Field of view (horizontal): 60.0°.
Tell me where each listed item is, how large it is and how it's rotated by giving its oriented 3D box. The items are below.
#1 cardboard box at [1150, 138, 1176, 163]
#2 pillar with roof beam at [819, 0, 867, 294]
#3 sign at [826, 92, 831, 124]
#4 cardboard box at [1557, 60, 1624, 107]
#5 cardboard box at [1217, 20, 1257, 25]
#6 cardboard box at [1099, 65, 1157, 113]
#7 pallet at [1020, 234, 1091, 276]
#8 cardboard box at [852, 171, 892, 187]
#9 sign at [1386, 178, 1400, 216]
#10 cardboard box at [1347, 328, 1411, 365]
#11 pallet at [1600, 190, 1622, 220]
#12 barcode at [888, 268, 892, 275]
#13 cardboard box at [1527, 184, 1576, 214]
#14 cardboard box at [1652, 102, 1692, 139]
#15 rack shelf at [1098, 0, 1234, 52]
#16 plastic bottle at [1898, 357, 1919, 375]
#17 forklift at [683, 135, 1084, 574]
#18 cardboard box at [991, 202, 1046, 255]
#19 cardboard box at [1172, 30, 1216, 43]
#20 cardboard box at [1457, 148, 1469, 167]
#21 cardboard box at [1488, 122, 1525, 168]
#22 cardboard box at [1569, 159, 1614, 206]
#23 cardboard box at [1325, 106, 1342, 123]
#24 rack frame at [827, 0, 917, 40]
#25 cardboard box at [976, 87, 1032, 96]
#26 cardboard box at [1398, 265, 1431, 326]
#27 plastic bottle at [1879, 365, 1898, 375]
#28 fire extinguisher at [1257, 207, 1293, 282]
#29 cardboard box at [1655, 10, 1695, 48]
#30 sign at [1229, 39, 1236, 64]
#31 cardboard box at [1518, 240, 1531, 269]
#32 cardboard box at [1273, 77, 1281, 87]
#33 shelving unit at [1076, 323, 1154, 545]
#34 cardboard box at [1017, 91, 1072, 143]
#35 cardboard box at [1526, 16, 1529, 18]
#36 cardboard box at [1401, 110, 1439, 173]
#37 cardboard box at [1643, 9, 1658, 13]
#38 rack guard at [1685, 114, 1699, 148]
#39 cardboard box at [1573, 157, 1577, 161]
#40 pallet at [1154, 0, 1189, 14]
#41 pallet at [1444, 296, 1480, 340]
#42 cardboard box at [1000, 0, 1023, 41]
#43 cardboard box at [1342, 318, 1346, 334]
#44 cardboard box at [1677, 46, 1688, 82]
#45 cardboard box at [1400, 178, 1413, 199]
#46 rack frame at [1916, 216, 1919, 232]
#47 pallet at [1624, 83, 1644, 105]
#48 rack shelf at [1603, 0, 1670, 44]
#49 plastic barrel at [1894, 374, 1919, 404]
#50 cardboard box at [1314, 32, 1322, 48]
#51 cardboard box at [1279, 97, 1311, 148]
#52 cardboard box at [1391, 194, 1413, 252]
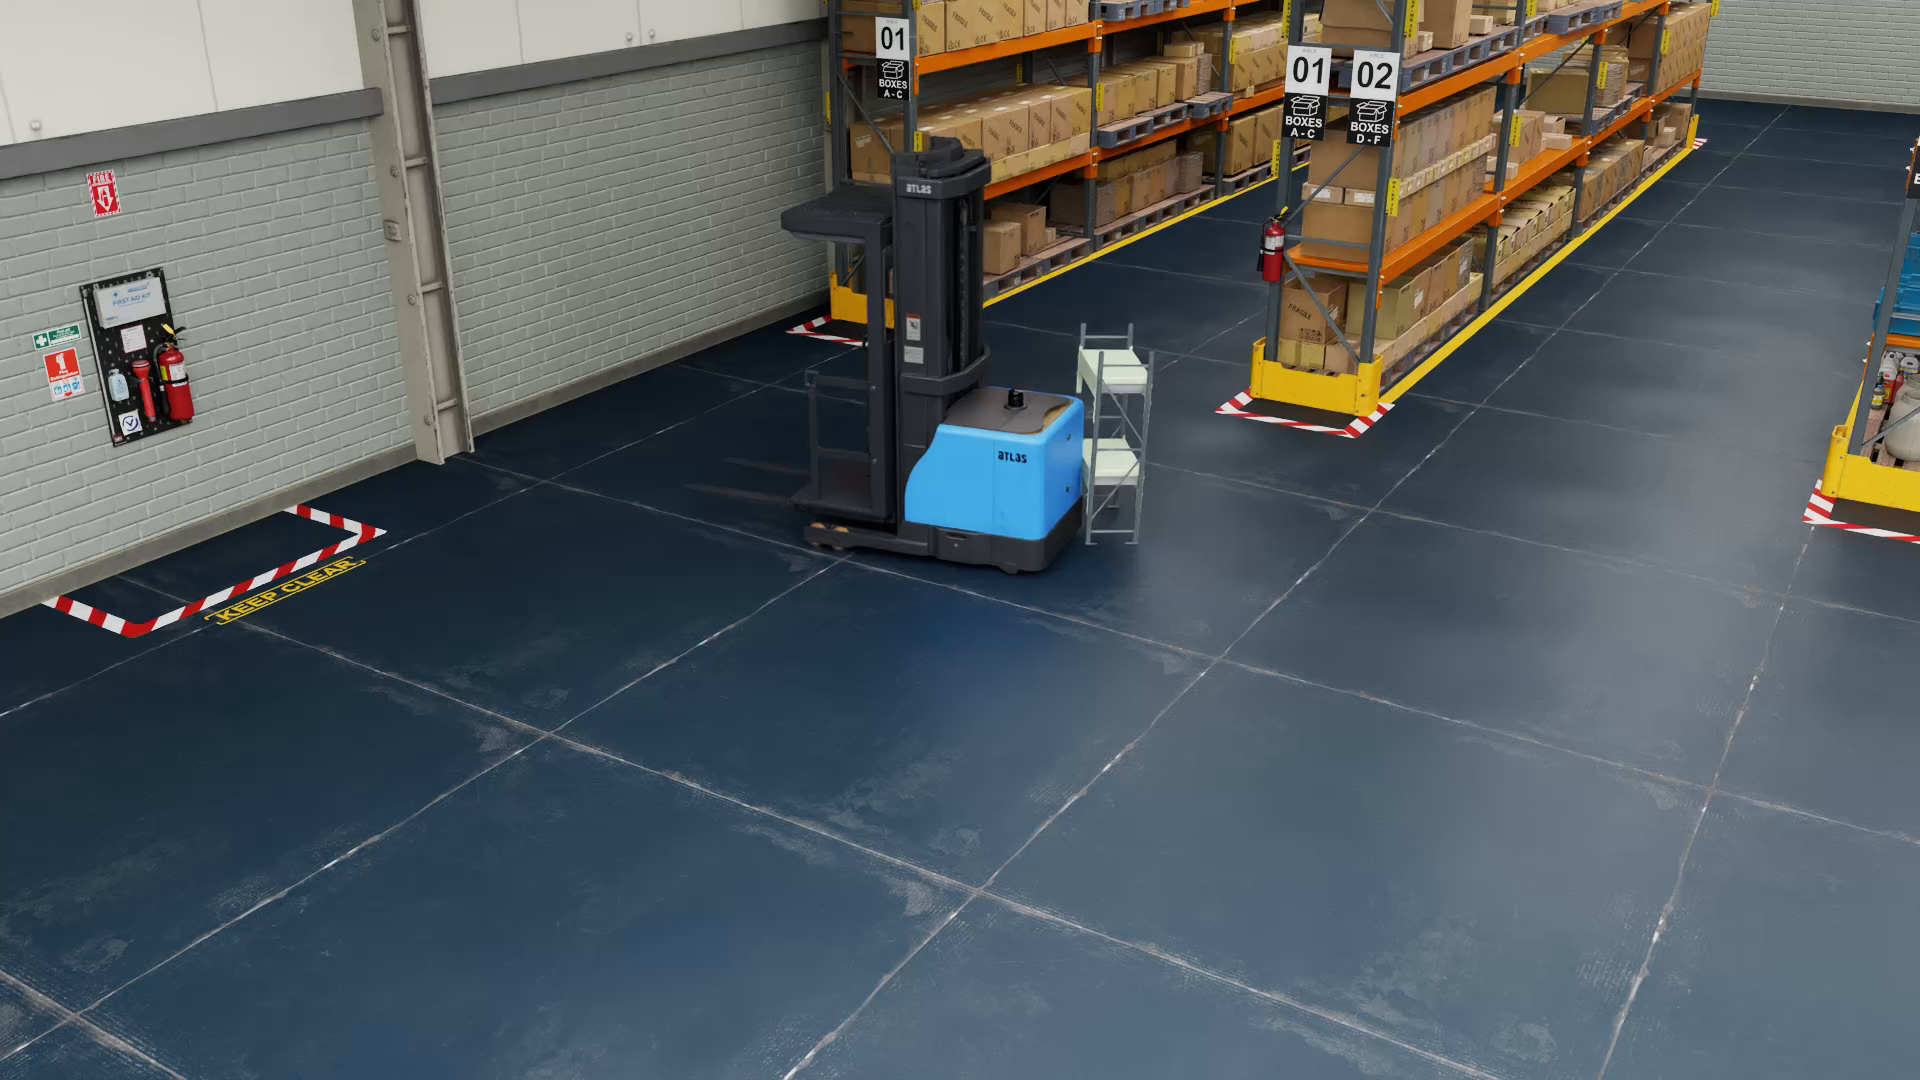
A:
[{"bbox_3d":[2.639,-5.384,22.897,0.500,0.250,0.500,14,27,30],"label":"cardboard box"},{"bbox_3d":[2.400,-5.987,15.089,9.100,9.000,0.400,14,27,29],"label":"pillar with roof beam"},{"bbox_3d":[-1.353,-4.518,17.391,0.100,0.325,0.005,14,27,29],"label":"sign"},{"bbox_3d":[8.420,-6.125,22.305,0.700,0.500,0.500,20,31,39],"label":"cardboard box"},{"bbox_3d":[4.165,-7.680,25.082,0.500,0.250,0.500,13,27,28],"label":"cardboard box"},{"bbox_3d":[2.137,-5.897,21.752,0.700,0.500,0.500,18,29,36],"label":"cardboard box"},{"bbox_3d":[0.894,-3.555,20.532,1.003,0.211,1.213,14,27,29],"label":"pallet"},{"bbox_3d":[-0.810,-3.857,17.884,0.500,0.250,0.500,14,27,30],"label":"cardboard box"},{"bbox_3d":[3.787,-2.997,14.544,0.100,0.325,0.005,14,27,29],"label":"sign"},{"bbox_3d":[4.051,-1.917,16.170,0.500,0.250,0.500,14,27,29],"label":"cardboard box"},{"bbox_3d":[8.609,-4.756,23.307,1.003,0.211,1.213,14,27,29],"label":"pallet"},{"bbox_3d":[-0.780,-2.995,18.549,0.001,0.075,0.075,14,27,29],"label":"barcode"},{"bbox_3d":[7.472,-4.342,21.066,0.500,0.311,0.500,15,27,30],"label":"cardboard box"},{"bbox_3d":[11.681,-6.902,27.345,0.500,0.500,0.500,14,27,29],"label":"cardboard box"},{"bbox_3d":[2.273,-6.790,21.625,1.077,0.370,4.000,14,27,29],"label":"rack shelf"},{"bbox_3d":[8.672,-1.529,15.217,0.152,0.276,0.135,14,27,29],"label":"plastic bottle"},{"bbox_3d":[-0.634,-1.457,12.263,3.031,2.935,1.130,9,25,20],"label":"forklift"},{"bbox_3d":[0.705,-3.765,20.099,0.500,0.500,0.500,12,26,25],"label":"cardboard box"},{"bbox_3d":[3.347,-7.162,23.884,0.500,0.250,0.500,15,27,30],"label":"cardboard box"},{"bbox_3d":[4.929,-3.896,16.867,0.380,0.149,0.250,14,27,29],"label":"cardboard box"},{"bbox_3d":[6.126,-4.511,19.105,0.500,0.500,0.500,16,28,33],"label":"cardboard box"},{"bbox_3d":[8.562,-4.877,22.667,0.500,0.500,0.500,13,27,28],"label":"cardboard box"},{"bbox_3d":[5.920,-7.045,27.702,0.700,0.500,0.500,14,27,30],"label":"cardboard box"},{"bbox_3d":[-0.892,-6.472,16.208,1.000,3.000,0.127,14,27,29],"label":"rack frame"},{"bbox_3d":[0.517,-5.065,19.729,0.500,0.500,0.500,14,27,29],"label":"cardboard box"},{"bbox_3d":[4.306,-2.432,16.416,0.500,0.500,0.500,14,27,29],"label":"cardboard box"},{"bbox_3d":[8.351,-1.432,14.993,0.152,0.276,0.135,13,27,28],"label":"plastic bottle"},{"bbox_3d":[2.862,-2.704,15.153,0.296,0.674,0.183,14,27,29],"label":"fire extinguisher"},{"bbox_3d":[10.951,-7.859,25.579,0.500,0.500,0.500,15,27,31],"label":"cardboard box"},{"bbox_3d":[3.794,-6.803,23.167,0.100,0.325,0.005,14,27,29],"label":"sign"},{"bbox_3d":[6.394,-3.395,19.584,0.500,0.250,0.500,13,27,27],"label":"cardboard box"},{"bbox_3d":[4.643,-6.982,25.230,0.380,0.149,0.250,15,27,31],"label":"cardboard box"},{"bbox_3d":[1.125,-0.804,12.533,0.431,1.500,0.755,-1,23,-7],"label":"shelving unit"},{"bbox_3d":[0.973,-4.959,19.485,0.500,0.500,0.500,14,27,29],"label":"cardboard box"},{"bbox_3d":[6.049,-5.924,18.379,0.500,0.250,0.500,11,26,24],"label":"cardboard box"},{"bbox_3d":[4.142,-3.845,15.932,0.700,0.500,0.500,14,27,29],"label":"cardboard box"},{"bbox_3d":[10.496,-7.975,25.847,0.500,0.500,0.500,14,27,28],"label":"cardboard box"},{"bbox_3d":[11.719,-6.909,27.916,1.175,0.500,0.348,14,27,29],"label":"rack guard"},{"bbox_3d":[8.378,-5.155,23.309,0.500,0.500,0.500,13,26,27],"label":"cardboard box"},{"bbox_3d":[2.179,-6.896,21.200,1.213,0.211,1.003,14,27,29],"label":"pallet"},{"bbox_3d":[4.974,-2.493,18.078,1.003,0.211,1.213,14,27,29],"label":"pallet"},{"bbox_3d":[0.346,-5.746,18.156,0.500,0.500,0.500,16,28,32],"label":"cardboard box"},{"bbox_3d":[3.604,-2.027,16.424,0.500,0.250,0.500,14,27,29],"label":"cardboard box"},{"bbox_3d":[10.949,-7.407,25.793,0.500,0.500,0.500,13,27,28],"label":"cardboard box"},{"bbox_3d":[3.979,-3.286,15.459,0.380,0.149,0.250,14,27,29],"label":"cardboard box"},{"bbox_3d":[9.635,-2.993,15.723,1.000,3.000,0.127,14,27,29],"label":"rack frame"},{"bbox_3d":[9.135,-6.397,23.829,1.003,0.211,1.213,14,27,29],"label":"pallet"},{"bbox_3d":[8.594,-7.103,22.348,1.077,0.370,4.000,14,27,29],"label":"rack shelf"},{"bbox_3d":[8.072,-1.101,13.956,0.421,0.512,0.421,0,23,0],"label":"plastic barrel"},{"bbox_3d":[5.409,-7.752,26.191,0.500,0.500,0.500,13,27,28],"label":"cardboard box"},{"bbox_3d":[5.206,-6.728,26.530,0.750,0.750,0.750,14,27,30],"label":"cardboard box"},{"bbox_3d":[3.849,-3.061,15.755,0.700,0.500,0.500,15,27,30],"label":"cardboard box"}]
